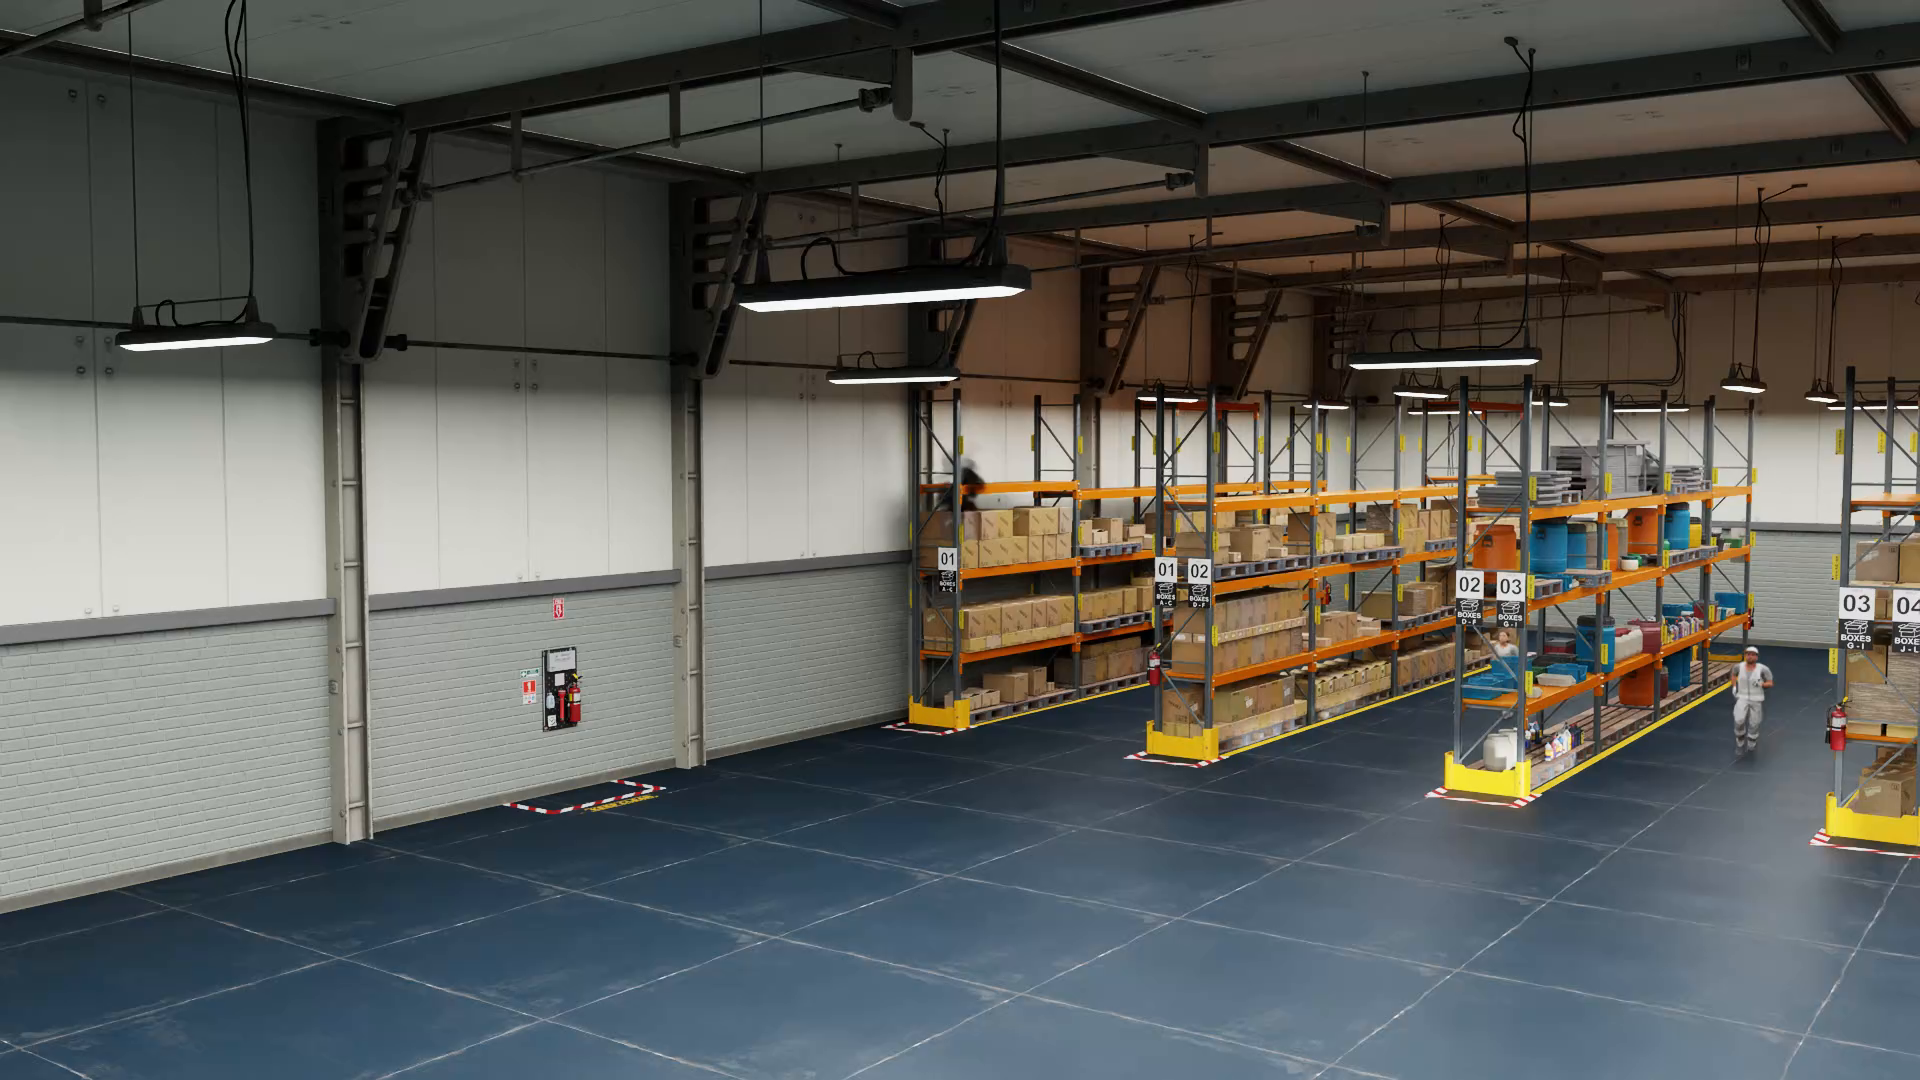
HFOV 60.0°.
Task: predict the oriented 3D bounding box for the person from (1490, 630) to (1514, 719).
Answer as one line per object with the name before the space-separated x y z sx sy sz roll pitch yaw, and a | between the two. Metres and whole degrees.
person | 9.906 2.453 30.310 0.539 1.626 0.541 2 4 36

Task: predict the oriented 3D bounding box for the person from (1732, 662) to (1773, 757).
person | 12.724 2.718 26.739 0.614 1.565 0.719 2 4 31
